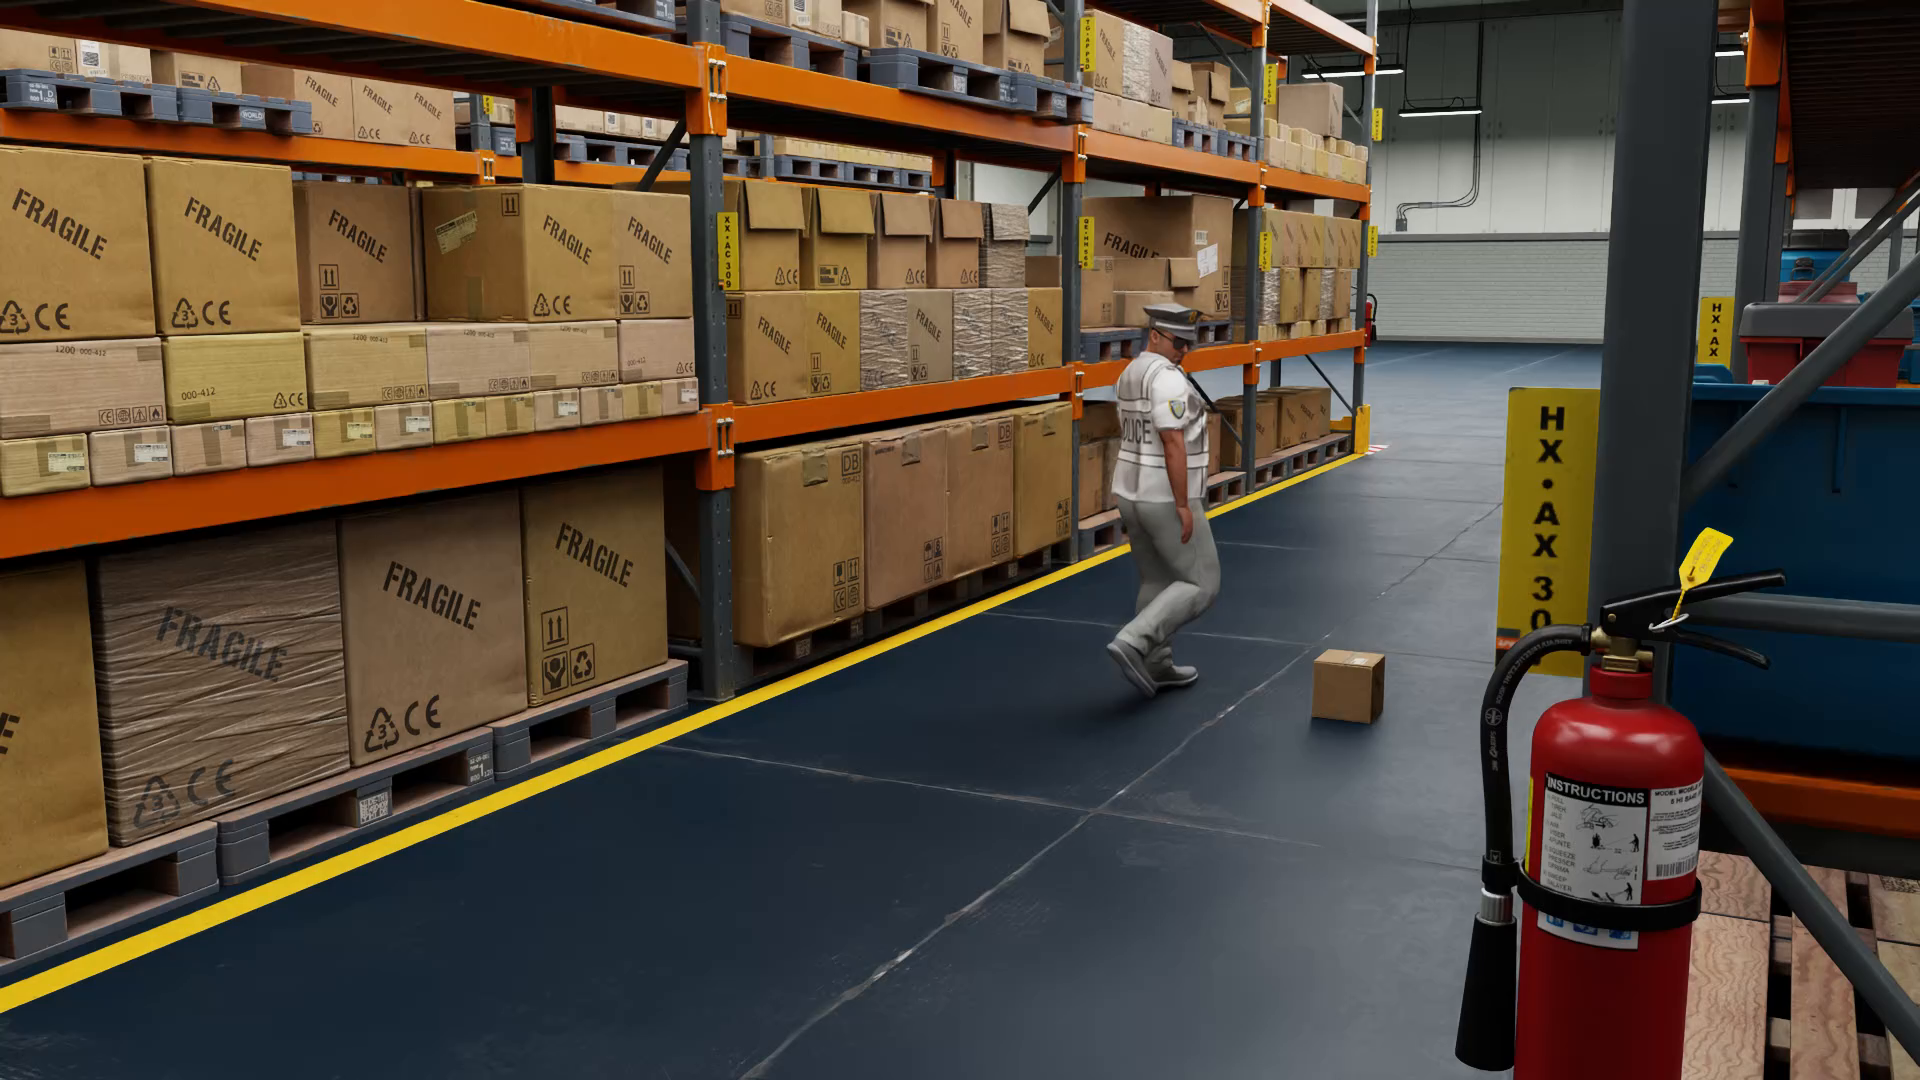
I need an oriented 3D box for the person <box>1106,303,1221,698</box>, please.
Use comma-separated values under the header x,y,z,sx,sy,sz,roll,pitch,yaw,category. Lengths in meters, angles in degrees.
x,y,z,sx,sy,sz,roll,pitch,yaw,category
0.863,-0.167,7.332,0.641,1.738,0.584,-4,10,-22,person
